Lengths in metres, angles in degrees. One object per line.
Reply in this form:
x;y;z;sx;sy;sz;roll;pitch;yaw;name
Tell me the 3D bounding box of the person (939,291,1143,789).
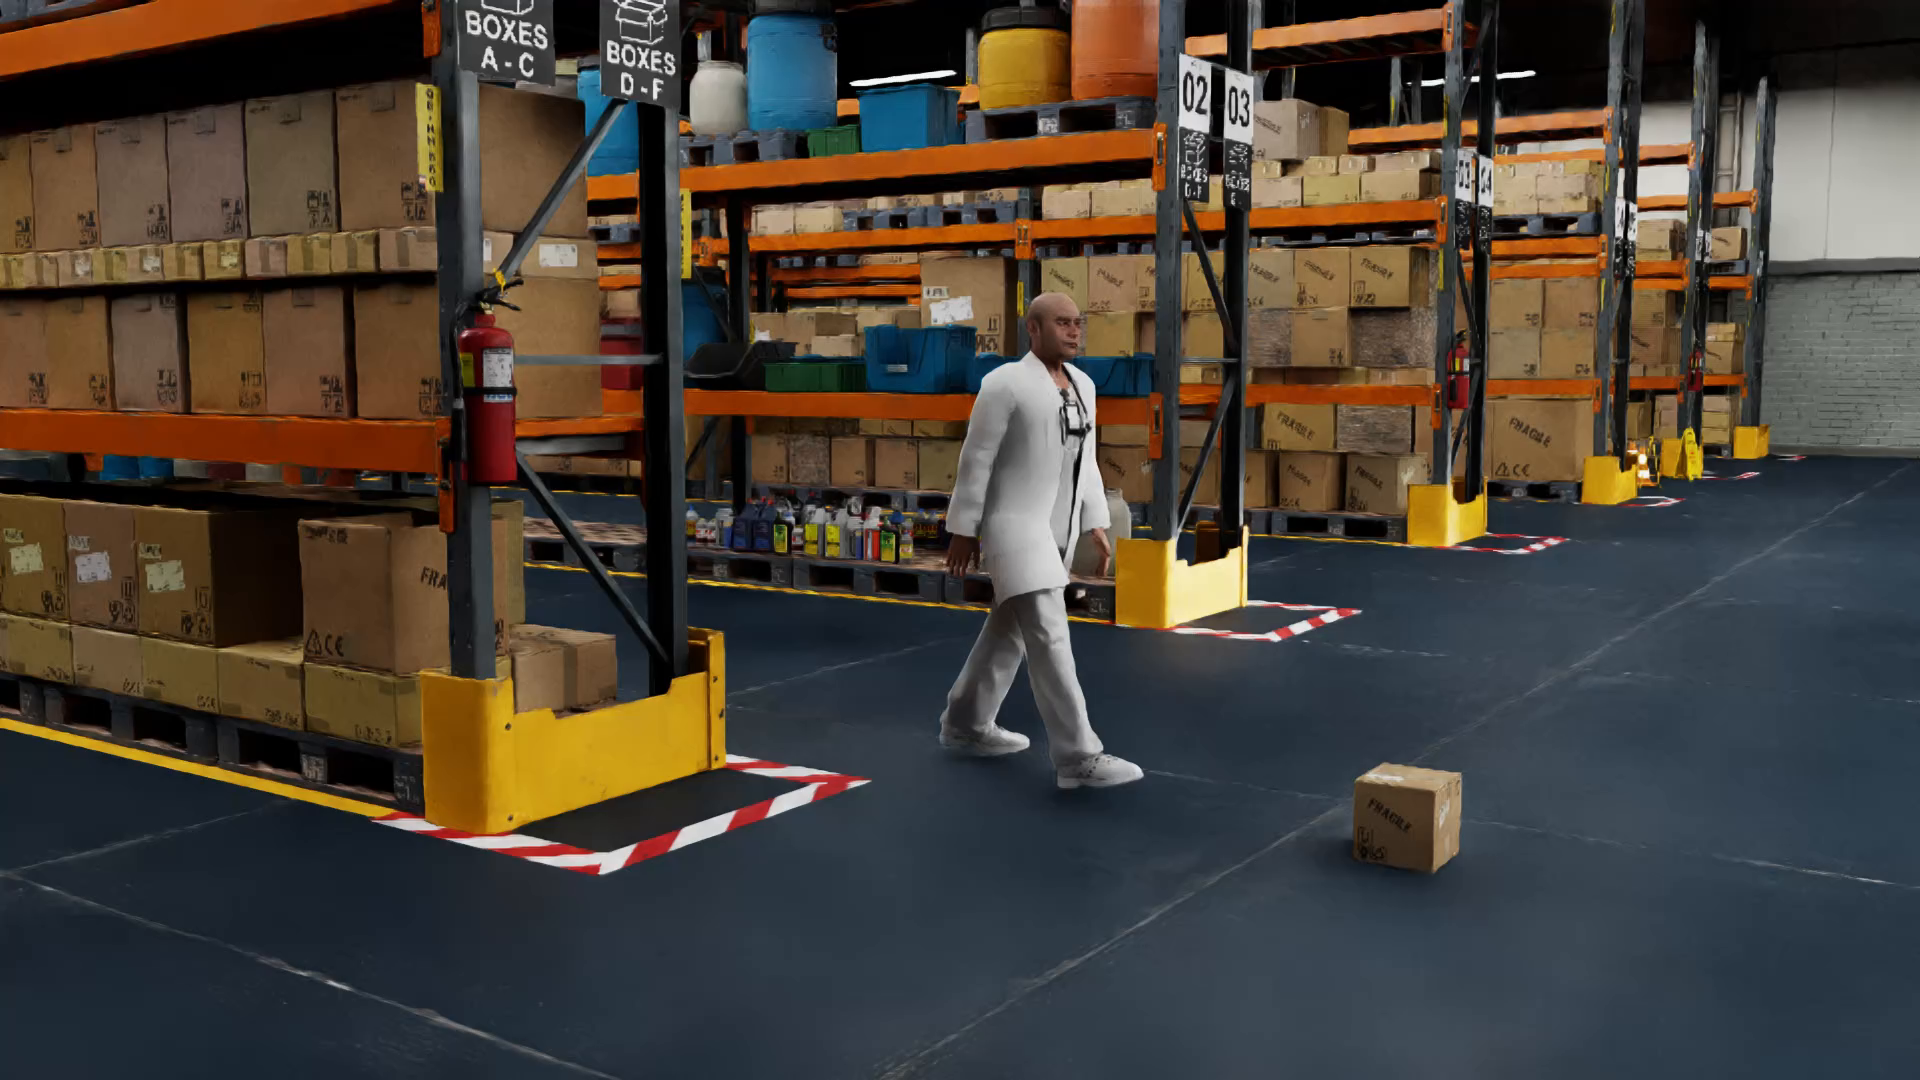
0.312;-0.021;5.966;1.047;1.723;0.582;5;8;39;person
